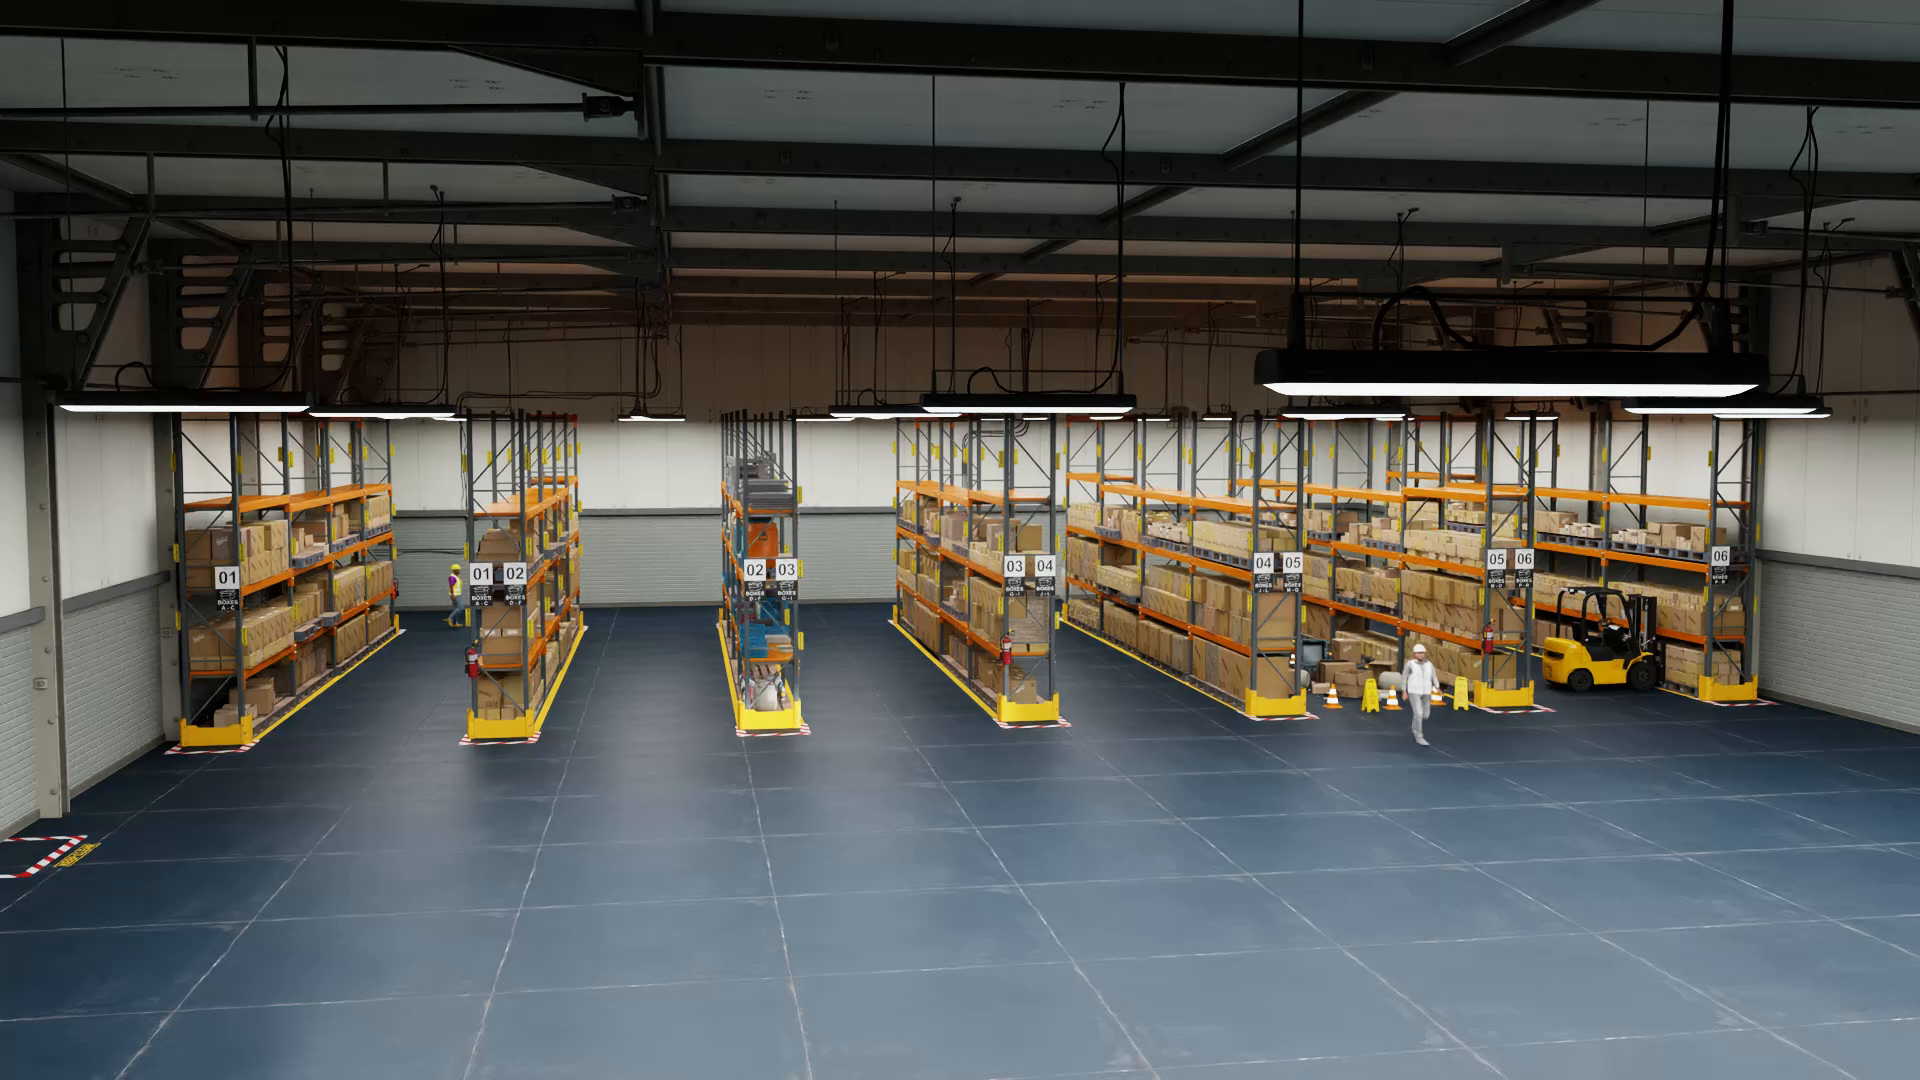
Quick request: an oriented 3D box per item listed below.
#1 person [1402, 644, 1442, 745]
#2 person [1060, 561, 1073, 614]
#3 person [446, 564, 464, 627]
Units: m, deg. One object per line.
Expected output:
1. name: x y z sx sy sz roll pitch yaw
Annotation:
1. person: 8.284 2.751 29.937 0.617 1.768 0.820 -1 4 -10
2. person: 3.248 1.387 50.143 0.447 1.649 0.757 4 5 43
3. person: -14.195 1.566 46.722 0.480 1.764 0.609 -1 4 -13
